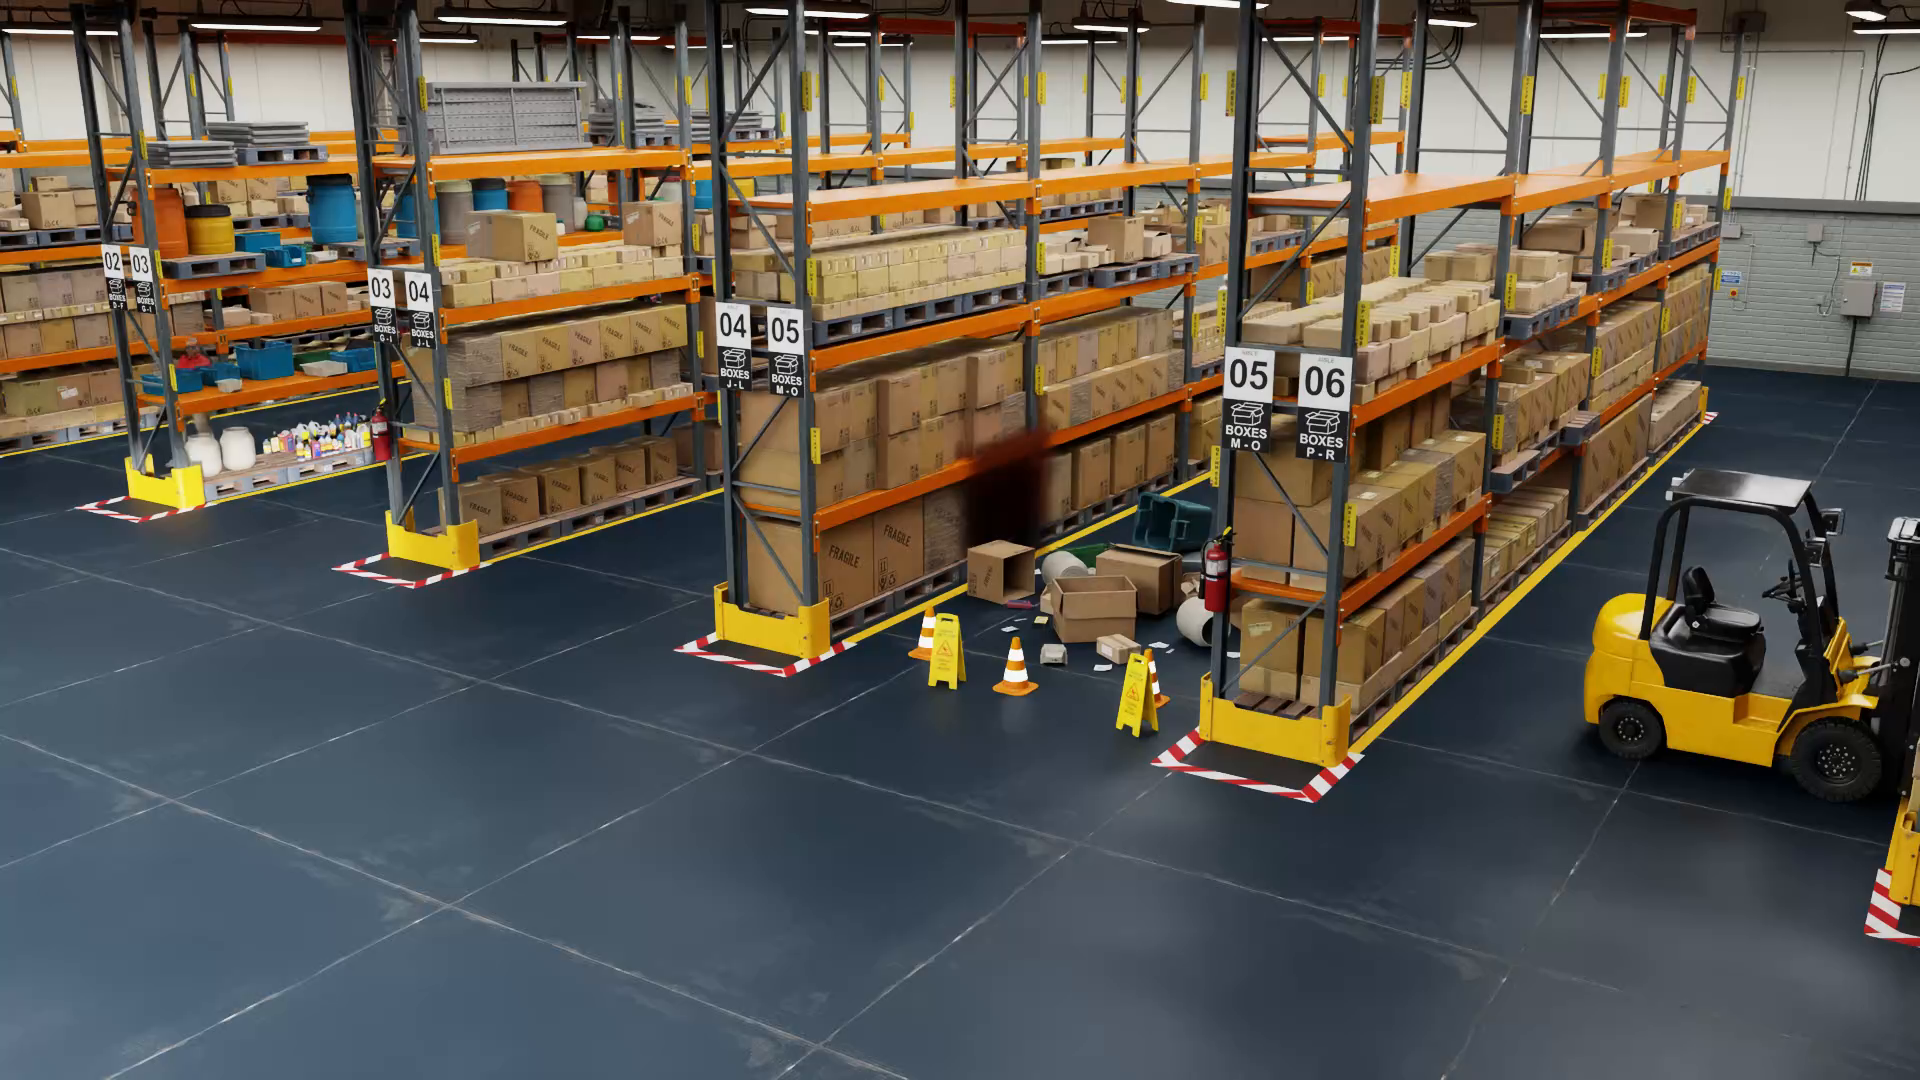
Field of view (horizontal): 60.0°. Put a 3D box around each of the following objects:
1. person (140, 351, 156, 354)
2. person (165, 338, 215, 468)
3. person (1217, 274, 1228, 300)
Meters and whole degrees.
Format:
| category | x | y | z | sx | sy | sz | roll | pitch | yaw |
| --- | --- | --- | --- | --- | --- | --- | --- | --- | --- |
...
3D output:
| category | x | y | z | sx | sy | sz | roll | pitch | yaw |
| --- | --- | --- | --- | --- | --- | --- | --- | --- | --- |
| person | -14.265 | -3.643 | 29.170 | 0.503 | 1.652 | 0.481 | -11 | 19 | -35 |
| person | -10.628 | -1.883 | 22.853 | 0.560 | 1.728 | 0.730 | 4 | 16 | 14 |
| person | 4.811 | -4.023 | 30.329 | 0.733 | 1.779 | 0.585 | 11 | 19 | 35 |
